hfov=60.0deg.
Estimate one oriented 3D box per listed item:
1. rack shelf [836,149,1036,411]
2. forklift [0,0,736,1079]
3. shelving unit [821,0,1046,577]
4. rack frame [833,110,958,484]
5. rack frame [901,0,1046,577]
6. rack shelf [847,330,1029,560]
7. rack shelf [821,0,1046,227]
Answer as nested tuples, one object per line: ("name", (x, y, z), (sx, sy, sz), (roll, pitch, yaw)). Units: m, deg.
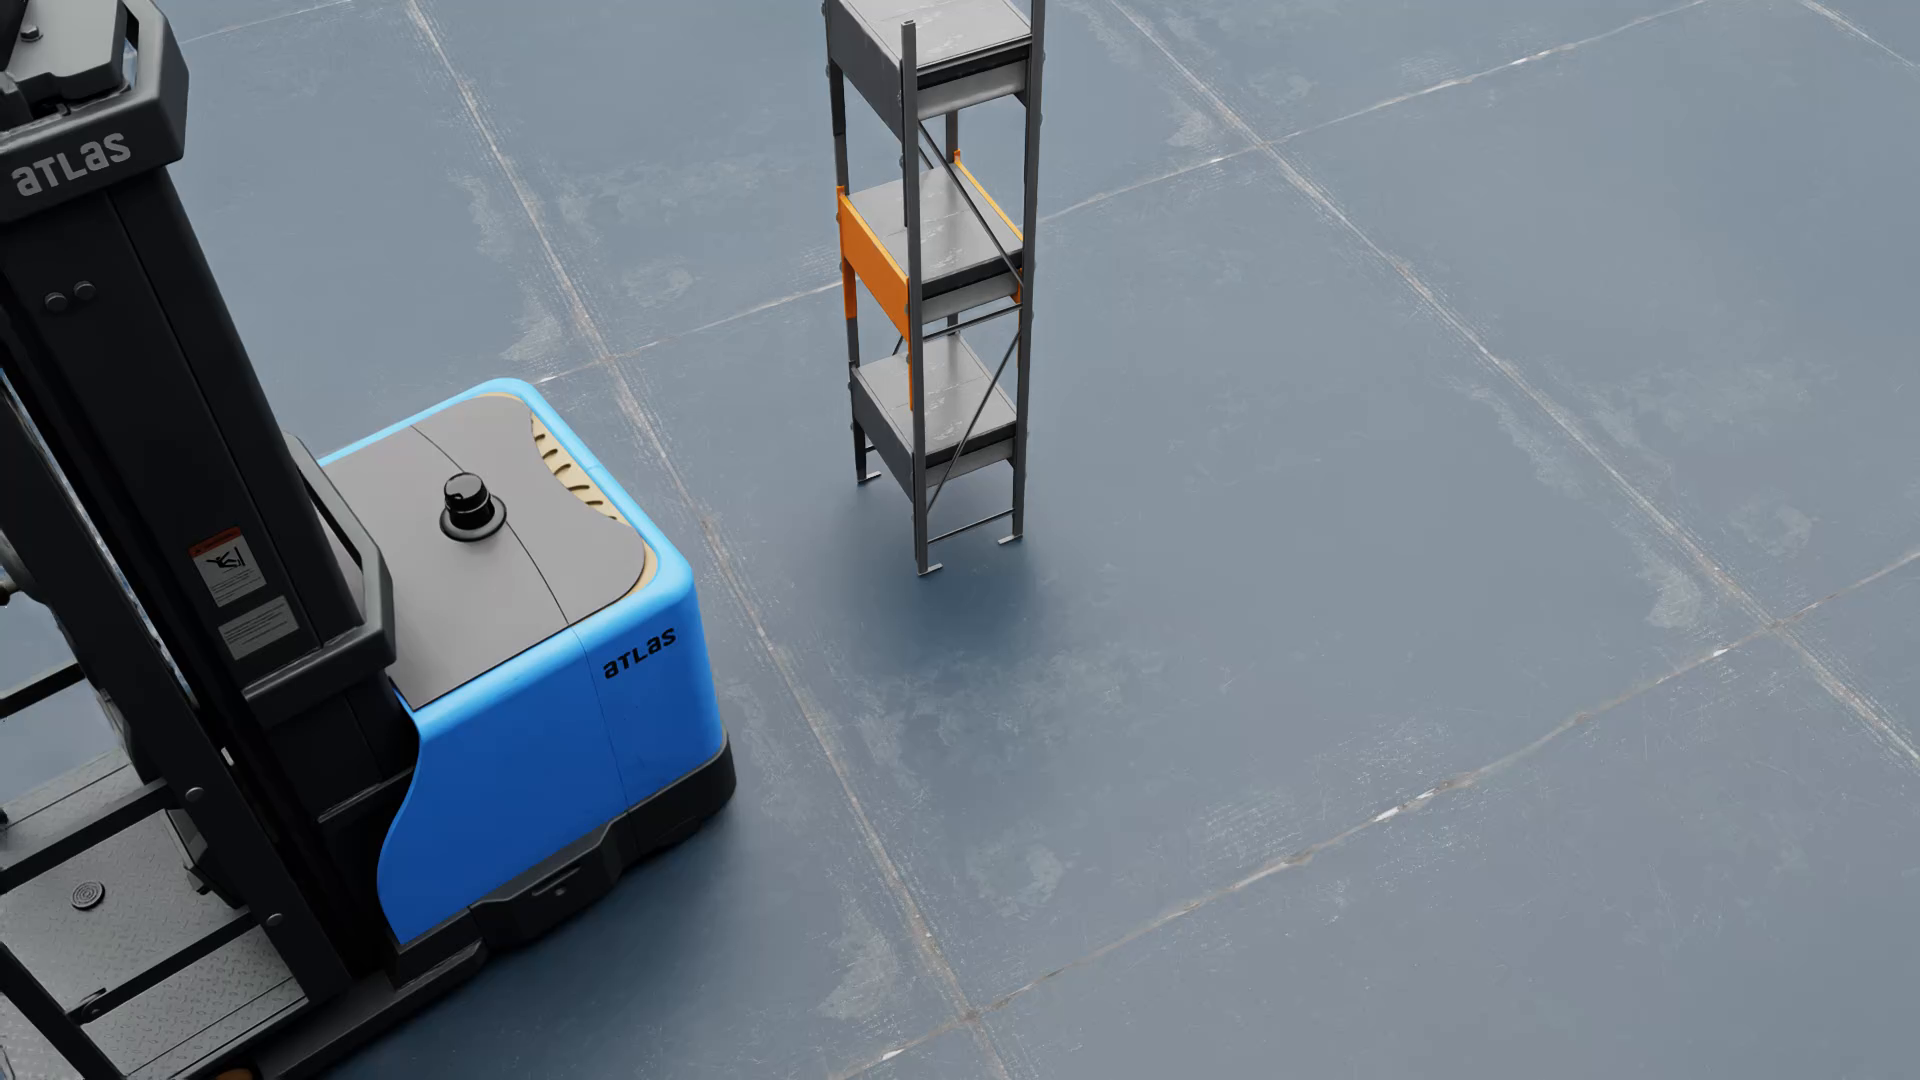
("rack shelf", (-0.076, -0.793, 5.067), (0.431, 0.518, 0.480), (-21, 52, -18))
("forklift", (-2.149, 0.220, 3.610), (3.031, 2.935, 1.130), (-30, 55, -24))
("shelving unit", (-0.076, -0.802, 5.057), (0.431, 2.100, 0.503), (-21, 52, -18))
("rack frame", (-0.187, -0.965, 5.199), (0.400, 2.100, 0.015), (-21, 52, -18))
("rack frame", (0.036, -0.639, 4.914), (0.400, 2.100, 0.015), (-21, 52, -18))
("rack shelf", (-0.076, -0.332, 5.594), (0.431, 0.518, 0.480), (-21, 52, -18))
("rack shelf", (-0.076, -1.254, 4.540), (0.431, 0.518, 0.480), (-21, 52, -18))
